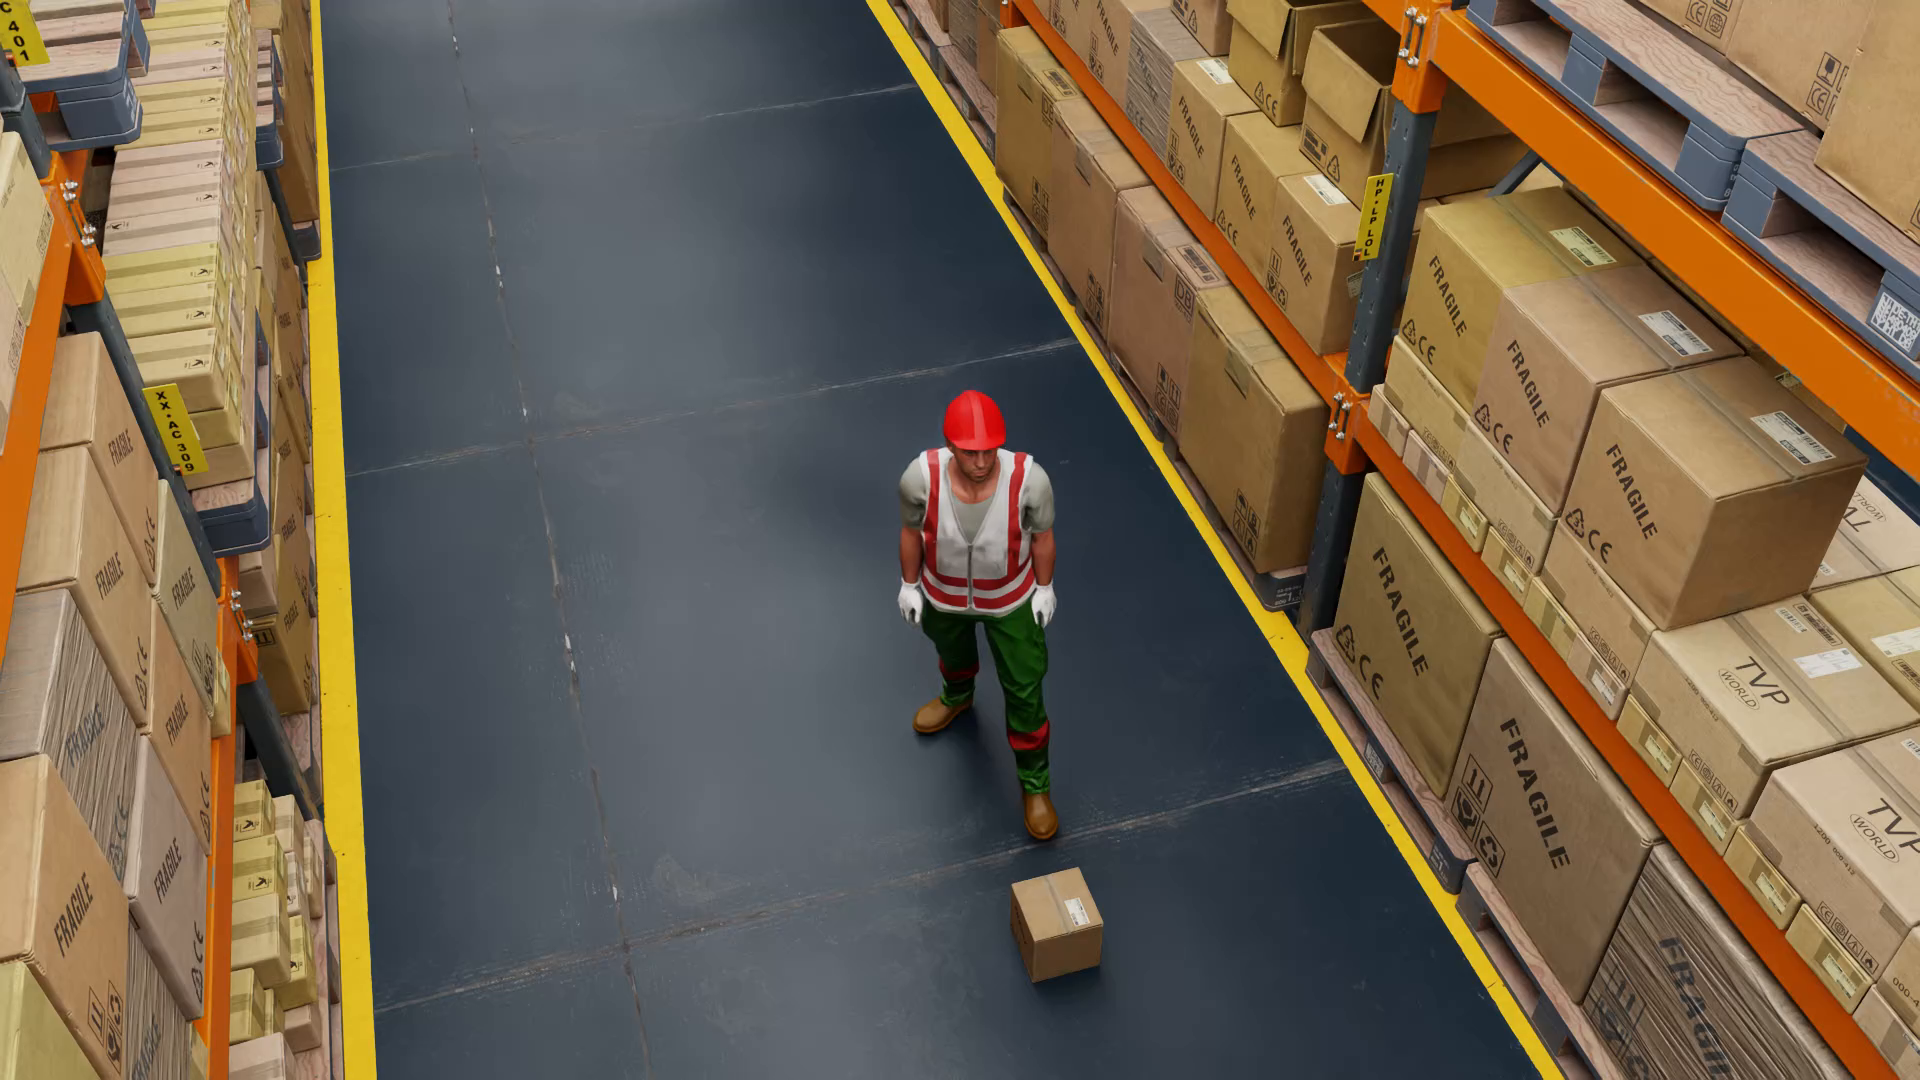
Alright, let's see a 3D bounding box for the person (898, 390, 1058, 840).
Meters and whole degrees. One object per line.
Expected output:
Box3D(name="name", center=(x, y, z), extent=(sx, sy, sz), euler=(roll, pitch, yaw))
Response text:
Box3D(name="person", center=(0.090, 0.219, 5.871), extent=(0.648, 1.766, 0.739), euler=(6, 42, 7))
